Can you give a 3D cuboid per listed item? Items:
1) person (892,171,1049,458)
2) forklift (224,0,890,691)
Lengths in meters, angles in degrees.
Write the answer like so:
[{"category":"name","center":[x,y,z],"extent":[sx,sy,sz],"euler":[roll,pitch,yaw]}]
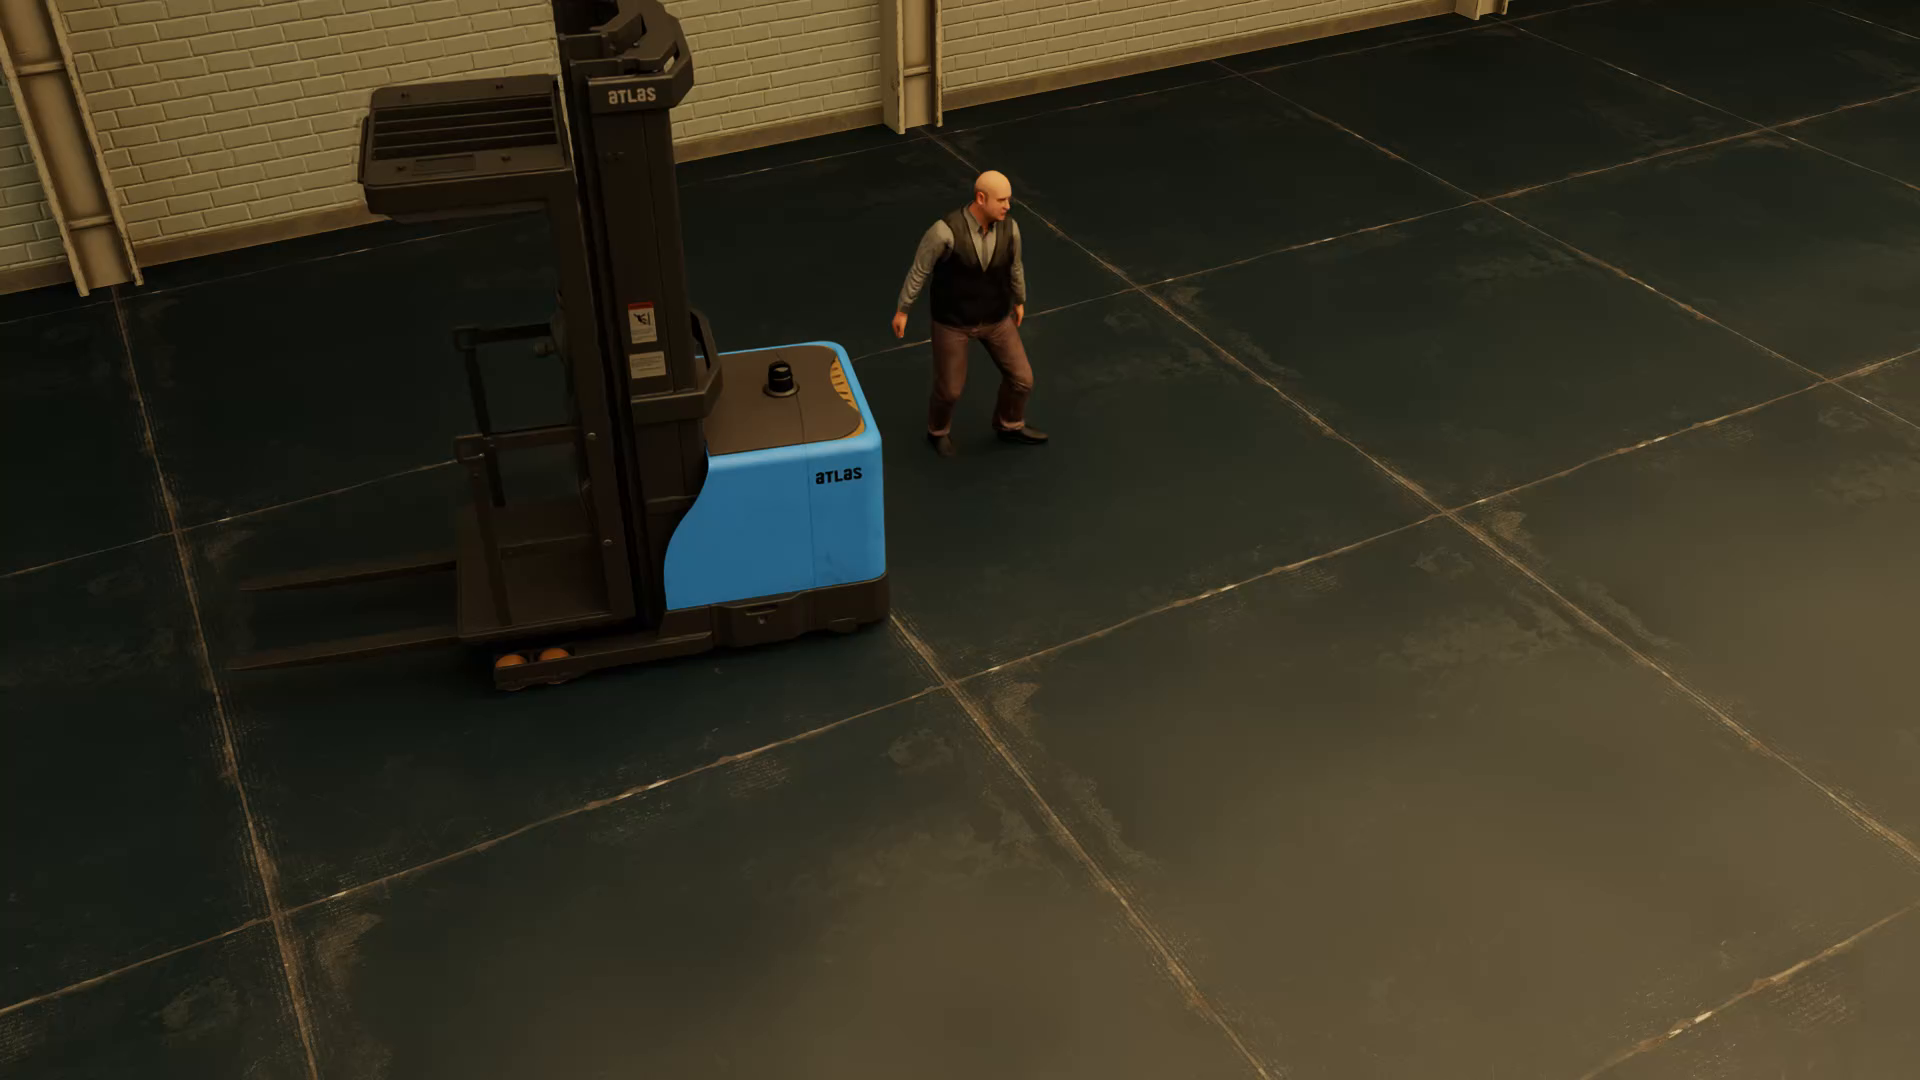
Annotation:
[{"category":"person","center":[0.060,-1.205,8.947],"extent":[0.870,1.694,0.418],"euler":[-11,37,-15]},{"category":"forklift","center":[-1.915,-0.838,7.309],"extent":[3.031,2.935,1.130],"euler":[-8,36,-12]}]
